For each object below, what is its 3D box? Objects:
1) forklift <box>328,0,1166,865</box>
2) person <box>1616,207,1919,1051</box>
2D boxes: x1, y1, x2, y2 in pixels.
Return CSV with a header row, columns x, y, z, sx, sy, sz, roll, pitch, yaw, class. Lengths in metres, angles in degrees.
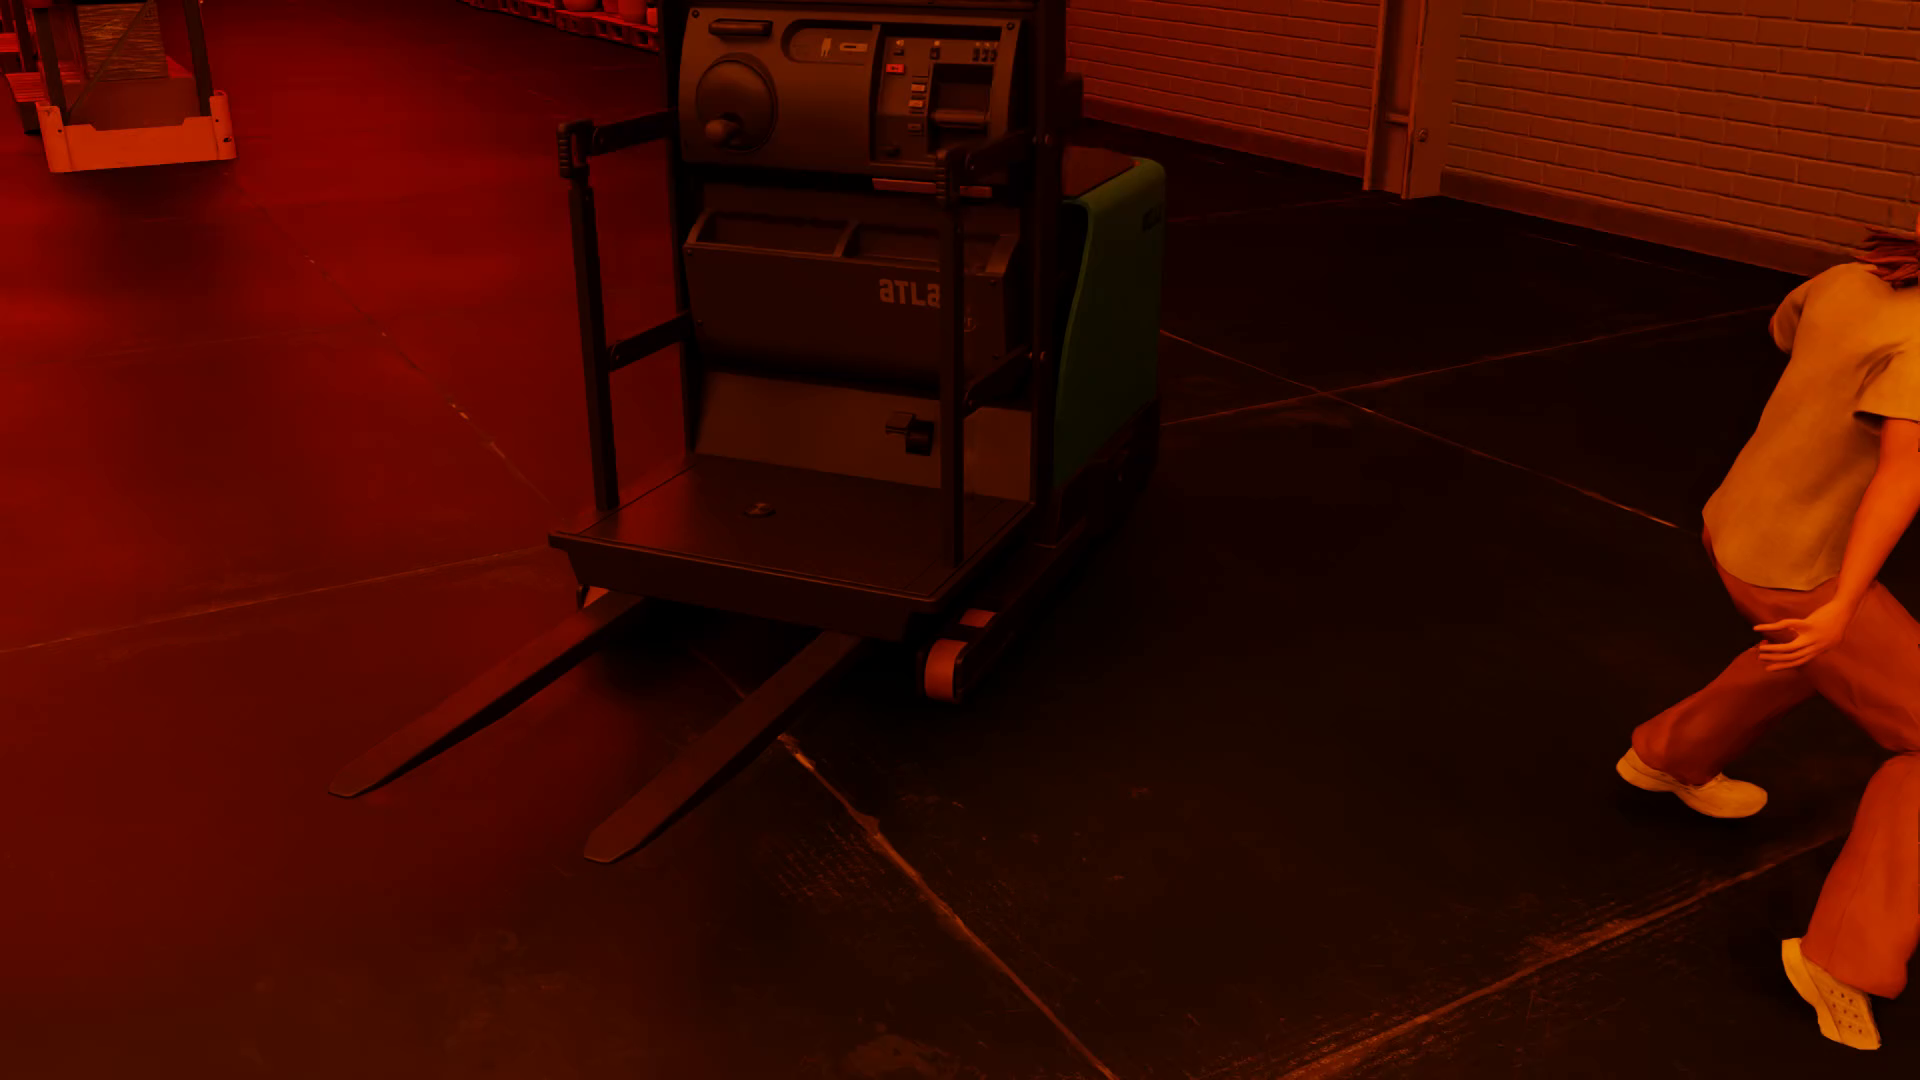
x,y,z,sx,sy,sz,roll,pitch,yaw,class
-0.373,-1.129,4.024,1.130,2.935,3.031,9,24,21,forklift
1.607,0.090,3.054,0.522,1.611,0.955,4,23,10,person
